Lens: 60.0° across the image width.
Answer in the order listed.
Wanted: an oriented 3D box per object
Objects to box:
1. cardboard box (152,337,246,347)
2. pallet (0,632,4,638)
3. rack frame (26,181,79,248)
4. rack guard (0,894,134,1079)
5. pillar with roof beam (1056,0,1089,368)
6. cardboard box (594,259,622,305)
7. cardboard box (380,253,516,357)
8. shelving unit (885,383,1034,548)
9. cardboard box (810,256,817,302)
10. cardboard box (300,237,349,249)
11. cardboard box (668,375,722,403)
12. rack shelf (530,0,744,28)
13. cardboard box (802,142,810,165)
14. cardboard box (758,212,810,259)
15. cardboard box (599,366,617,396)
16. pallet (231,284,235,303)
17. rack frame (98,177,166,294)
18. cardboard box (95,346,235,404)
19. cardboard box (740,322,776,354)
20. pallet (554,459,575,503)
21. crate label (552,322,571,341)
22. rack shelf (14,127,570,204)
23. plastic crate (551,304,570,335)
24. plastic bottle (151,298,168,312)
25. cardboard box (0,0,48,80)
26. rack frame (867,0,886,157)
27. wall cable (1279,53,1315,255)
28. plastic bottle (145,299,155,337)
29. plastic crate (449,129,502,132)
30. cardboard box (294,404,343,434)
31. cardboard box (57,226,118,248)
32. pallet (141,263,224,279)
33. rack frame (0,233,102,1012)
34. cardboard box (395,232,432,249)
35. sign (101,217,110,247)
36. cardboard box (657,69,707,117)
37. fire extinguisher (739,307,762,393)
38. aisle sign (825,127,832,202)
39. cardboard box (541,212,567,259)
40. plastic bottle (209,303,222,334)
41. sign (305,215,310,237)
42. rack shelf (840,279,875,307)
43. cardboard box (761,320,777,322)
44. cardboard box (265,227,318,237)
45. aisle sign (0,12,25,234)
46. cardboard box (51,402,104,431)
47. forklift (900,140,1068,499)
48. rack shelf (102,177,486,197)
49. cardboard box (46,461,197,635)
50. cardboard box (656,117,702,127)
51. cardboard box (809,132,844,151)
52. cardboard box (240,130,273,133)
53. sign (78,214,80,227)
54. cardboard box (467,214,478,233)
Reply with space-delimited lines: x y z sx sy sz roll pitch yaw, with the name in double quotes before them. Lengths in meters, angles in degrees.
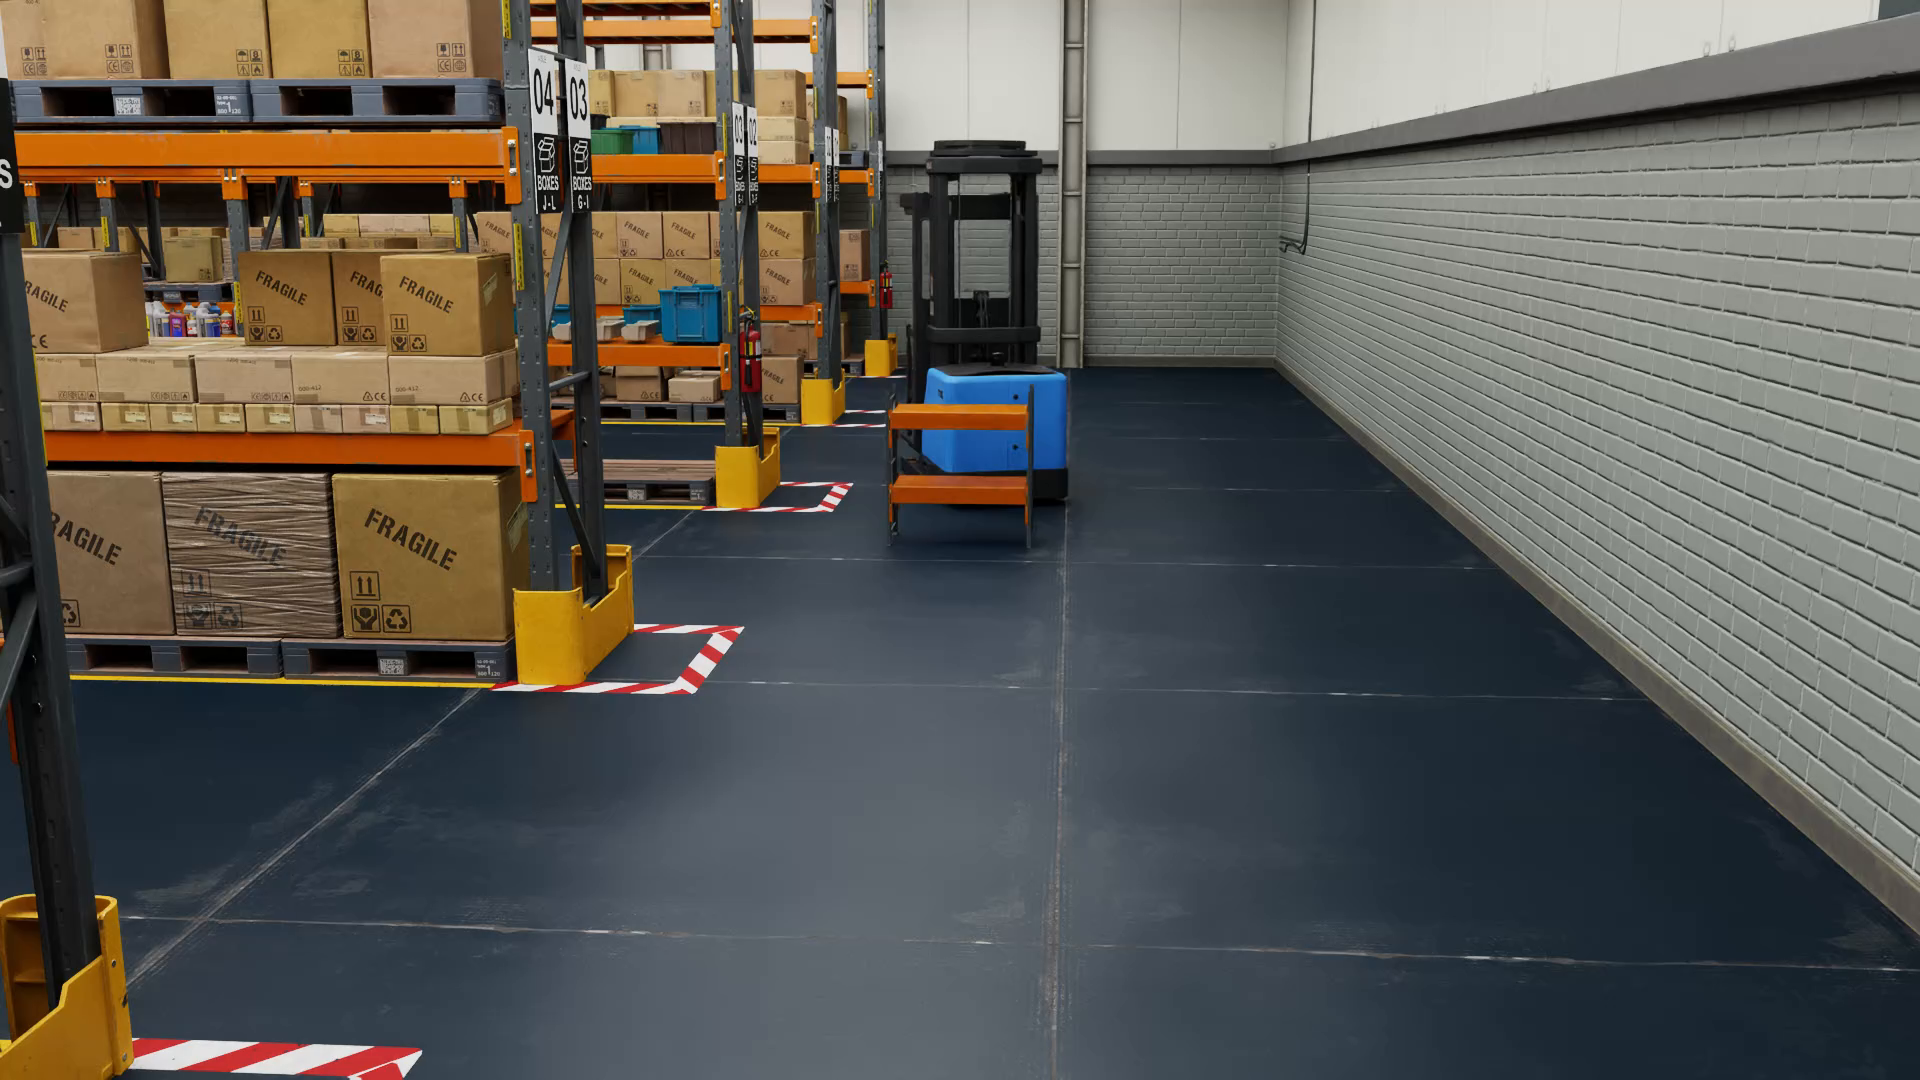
"cardboard box" -4.137 -0.985 9.291 0.500 0.250 0.500 1 12 3
"pallet" -5.373 0.505 9.339 1.213 0.211 1.003 1 12 4
"rack frame" -13.115 -4.032 24.216 0.127 3.000 1.000 1 12 4
"rack guard" -2.643 1.403 4.342 0.348 0.500 1.175 1 12 4
"pillar with roof beam" 1.322 -6.064 19.281 0.400 9.000 9.100 1 12 4
"cardboard box" -3.960 -2.883 18.479 0.500 0.500 0.500 1 12 3
"cardboard box" -2.639 -1.224 8.602 0.500 0.500 0.500 1 12 4
"shelving unit" 0.007 -0.550 12.152 1.048 1.125 0.538 1 12 4
"cardboard box" -1.894 -2.964 18.869 0.500 0.500 0.500 1 12 5
"cardboard box" -7.227 -3.176 18.856 0.500 0.500 0.700 -2 12 -11
"cardboard box" -2.974 -1.701 18.716 0.500 0.250 0.500 1 12 4
"rack shelf" -3.800 -4.260 13.387 4.000 0.370 1.077 1 12 4
"cardboard box" -1.965 -4.309 18.583 0.500 0.250 0.500 1 12 4
"cardboard box" -1.932 -3.344 18.241 0.500 0.500 0.500 1 12 3
"cardboard box" -4.125 -1.849 19.275 0.500 0.311 0.500 1 12 4
"pallet" -7.511 -2.845 19.013 1.213 0.211 1.003 1 12 4
"rack frame" -9.451 -2.965 19.116 0.127 3.000 1.000 1 12 4
"cardboard box" -4.170 -0.877 8.773 0.500 0.250 0.500 1 12 4
"cardboard box" -2.848 -2.852 23.657 0.500 0.500 0.700 0 12 2
"pallet" -3.838 -0.515 14.215 1.213 0.211 1.003 1 12 4
"crate label" -3.197 -1.724 13.680 0.243 0.136 0.396 1 12 4
"rack shelf" -4.130 -1.975 8.816 4.000 0.370 1.077 1 12 4
"plastic crate" -3.342 -1.880 14.190 0.300 0.233 0.416 1 12 4
"plastic bottle" -6.724 -1.849 13.904 0.185 0.351 0.144 1 12 4
"cardboard box" -4.805 -2.651 8.777 0.500 0.500 0.700 1 12 7
"rack frame" -1.142 -6.804 22.817 0.127 3.000 1.000 1 12 4
"wall cable" 4.477 -5.134 22.416 0.112 2.526 3.097 1 12 4
"plastic bottle" -6.734 -1.820 13.763 0.185 0.351 0.144 1 12 4
"plastic crate" -3.995 -3.347 13.907 0.530 0.282 0.437 1 12 4
"cardboard box" -3.272 -0.657 8.696 0.250 0.149 0.380 1 12 5
"cardboard box" -12.610 -4.282 24.094 0.500 0.500 0.700 1 12 4
"pallet" -11.102 -3.902 24.063 1.213 0.211 1.003 1 12 4
"rack frame" -2.567 0.180 4.081 0.127 3.000 1.000 1 12 4
"cardboard box" -7.640 -4.106 23.553 0.500 0.500 0.500 1 12 4
"sign" -9.485 -3.418 18.455 0.005 0.325 0.100 1 12 4
"cardboard box" -2.982 -4.875 18.234 0.500 0.500 0.700 1 12 4
"fire extinguisher" -1.684 -1.528 13.348 0.183 0.674 0.296 1 12 4
"aisle sign" -1.422 -4.064 18.023 0.004 0.787 0.394 1 12 4
"cardboard box" -4.494 -3.378 18.403 0.500 0.500 0.500 0 12 2
"plastic bottle" -6.479 -1.929 14.476 0.097 0.271 0.097 0 12 0
"sign" -9.151 -4.394 23.313 0.005 0.325 0.100 1 12 4
"rack shelf" -3.137 -3.543 23.635 4.000 0.370 1.077 1 12 4
"cardboard box" -2.718 -3.209 23.778 0.250 0.149 0.380 1 12 5
"cardboard box" -9.594 -4.246 23.920 0.500 0.500 0.700 -1 12 -3
"aisle sign" -2.474 -1.153 4.103 0.004 0.787 0.394 1 12 4
"cardboard box" -4.560 -0.674 8.777 0.250 0.149 0.380 1 12 4
"forklift" 0.083 -1.992 14.634 1.130 2.935 3.031 -2 12 -11
"rack shelf" -7.456 -4.054 18.752 4.000 0.370 1.077 1 12 4
"cardboard box" -4.575 -0.014 9.174 0.875 0.875 0.875 1 12 4
"cardboard box" -2.996 -4.464 18.103 0.500 0.250 0.500 1 12 4
"cardboard box" -1.890 -5.473 22.875 0.500 0.250 0.500 1 12 5
"cardboard box" -7.986 -4.469 18.736 0.500 0.500 0.910 1 12 4
"sign" -13.082 -4.712 24.640 0.005 0.325 0.100 1 12 4
"cardboard box" -6.635 -4.464 23.430 0.500 0.250 0.500 1 12 5
